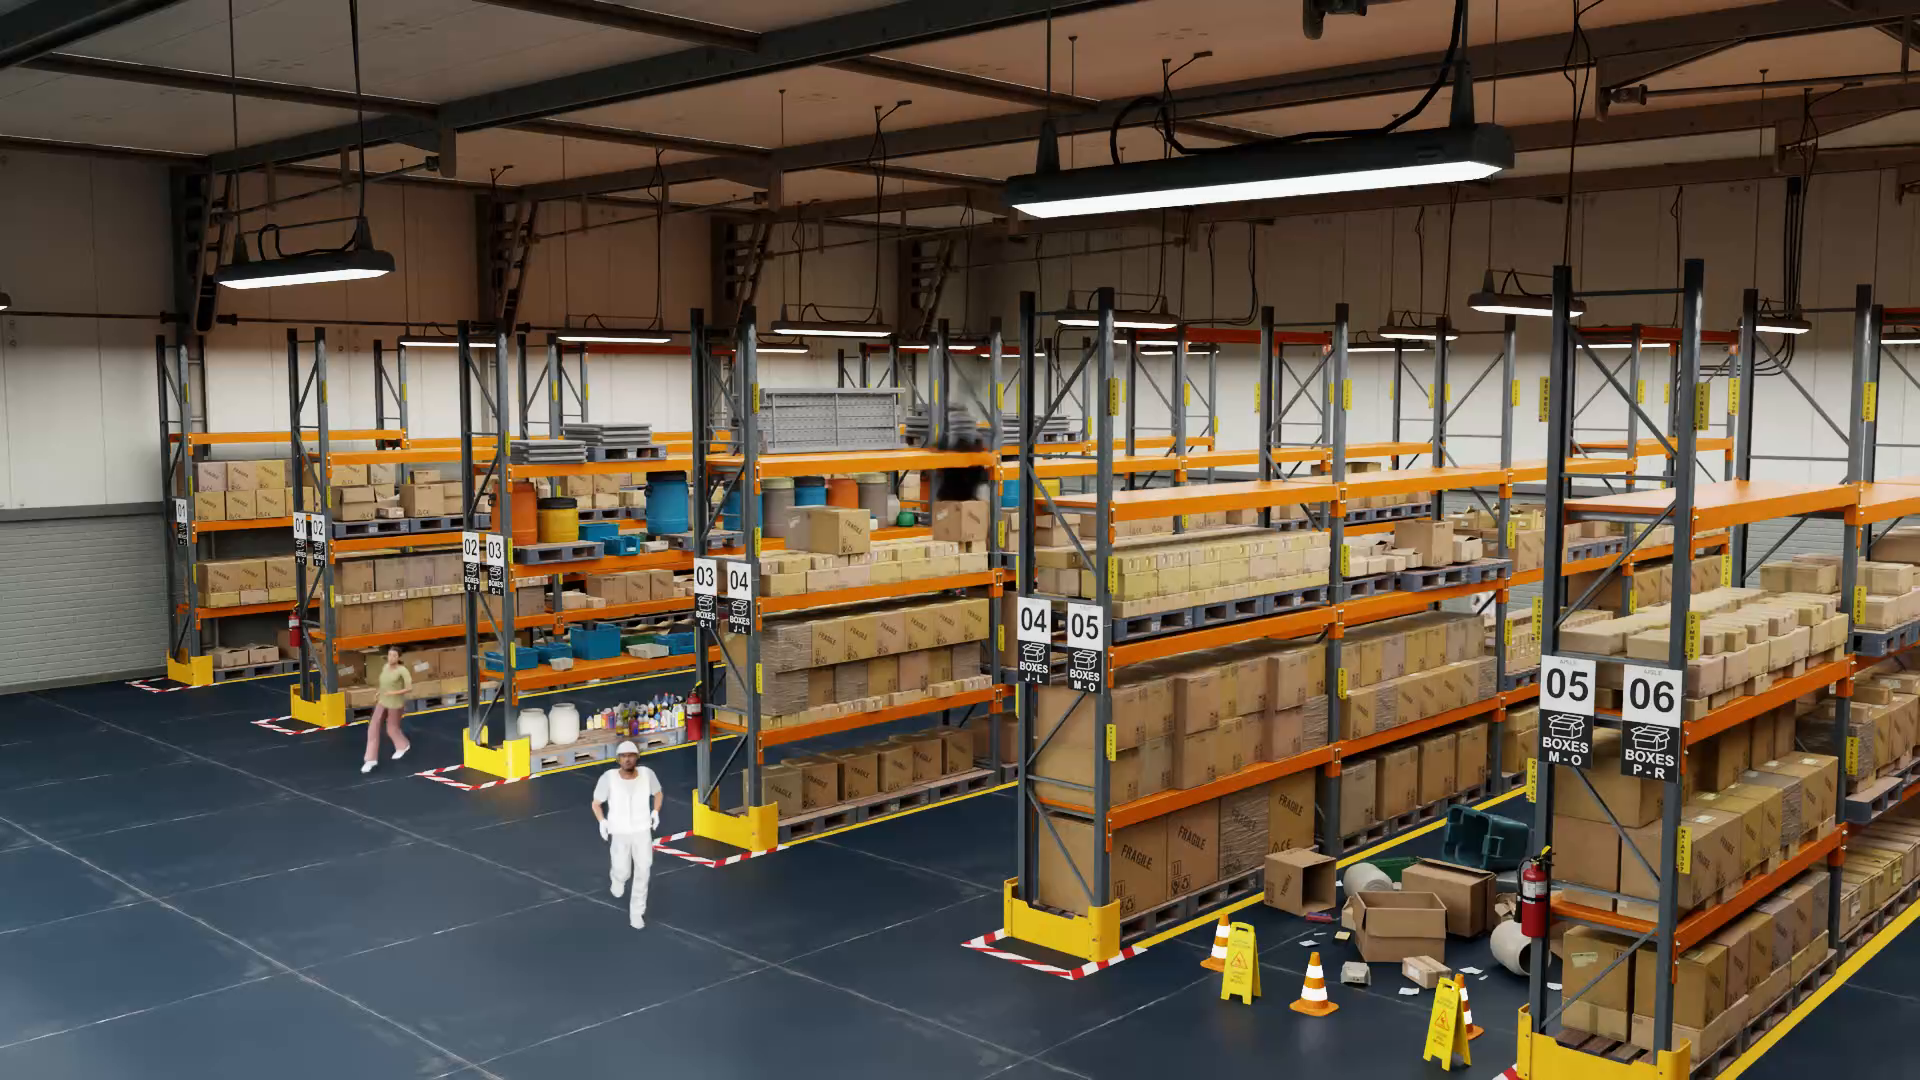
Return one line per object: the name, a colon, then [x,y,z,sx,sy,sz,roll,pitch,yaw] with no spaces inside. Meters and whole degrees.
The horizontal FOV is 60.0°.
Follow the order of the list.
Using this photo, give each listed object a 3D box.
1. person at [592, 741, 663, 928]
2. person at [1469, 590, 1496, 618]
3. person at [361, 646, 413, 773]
person: [-3.195,2.806,16.082,0.687,1.757,0.733,-2,6,-20]
person: [9.541,1.464,30.166,0.672,1.774,0.669,-2,6,-18]
person: [-7.630,2.237,22.391,0.612,1.648,0.927,2,6,16]
